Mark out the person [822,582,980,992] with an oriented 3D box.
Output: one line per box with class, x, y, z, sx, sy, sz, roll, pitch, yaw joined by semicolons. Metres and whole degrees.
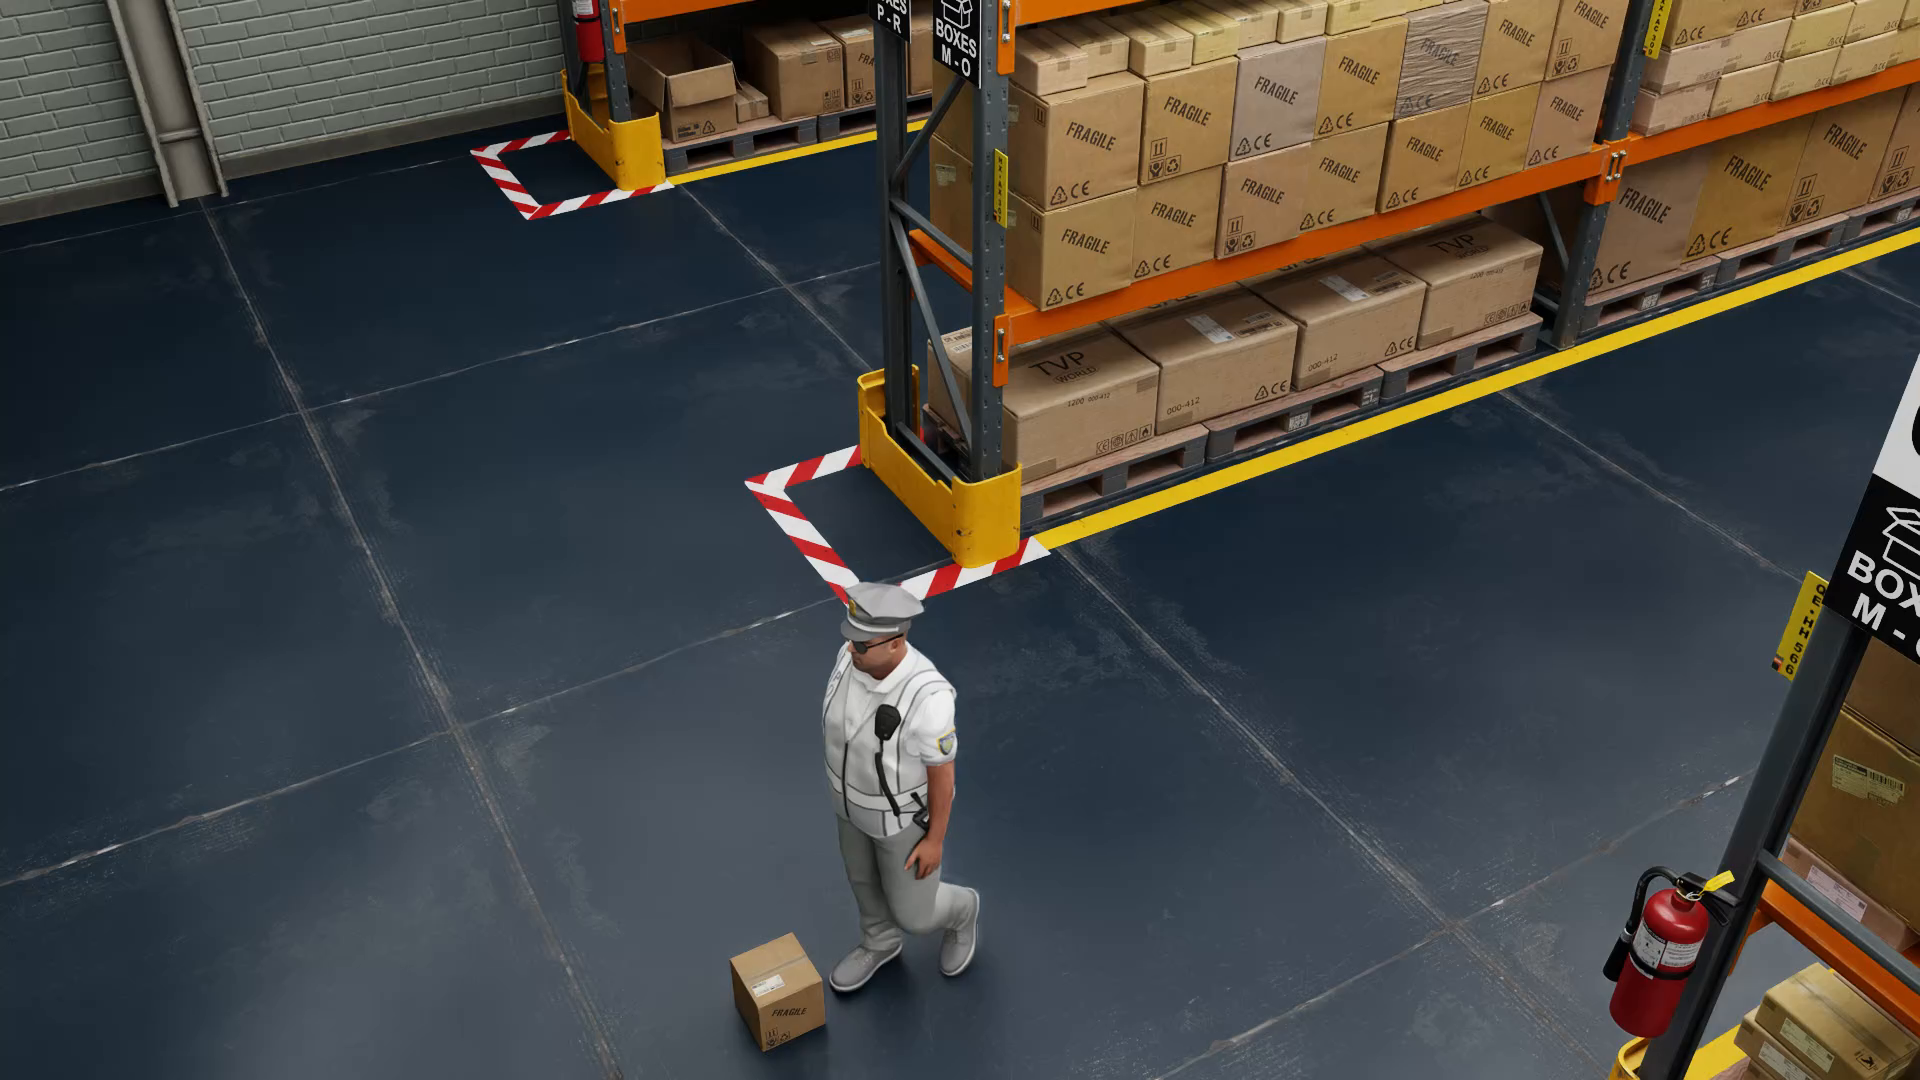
person;-0.207;0.863;5.725;0.561;1.767;0.585;30;46;34
